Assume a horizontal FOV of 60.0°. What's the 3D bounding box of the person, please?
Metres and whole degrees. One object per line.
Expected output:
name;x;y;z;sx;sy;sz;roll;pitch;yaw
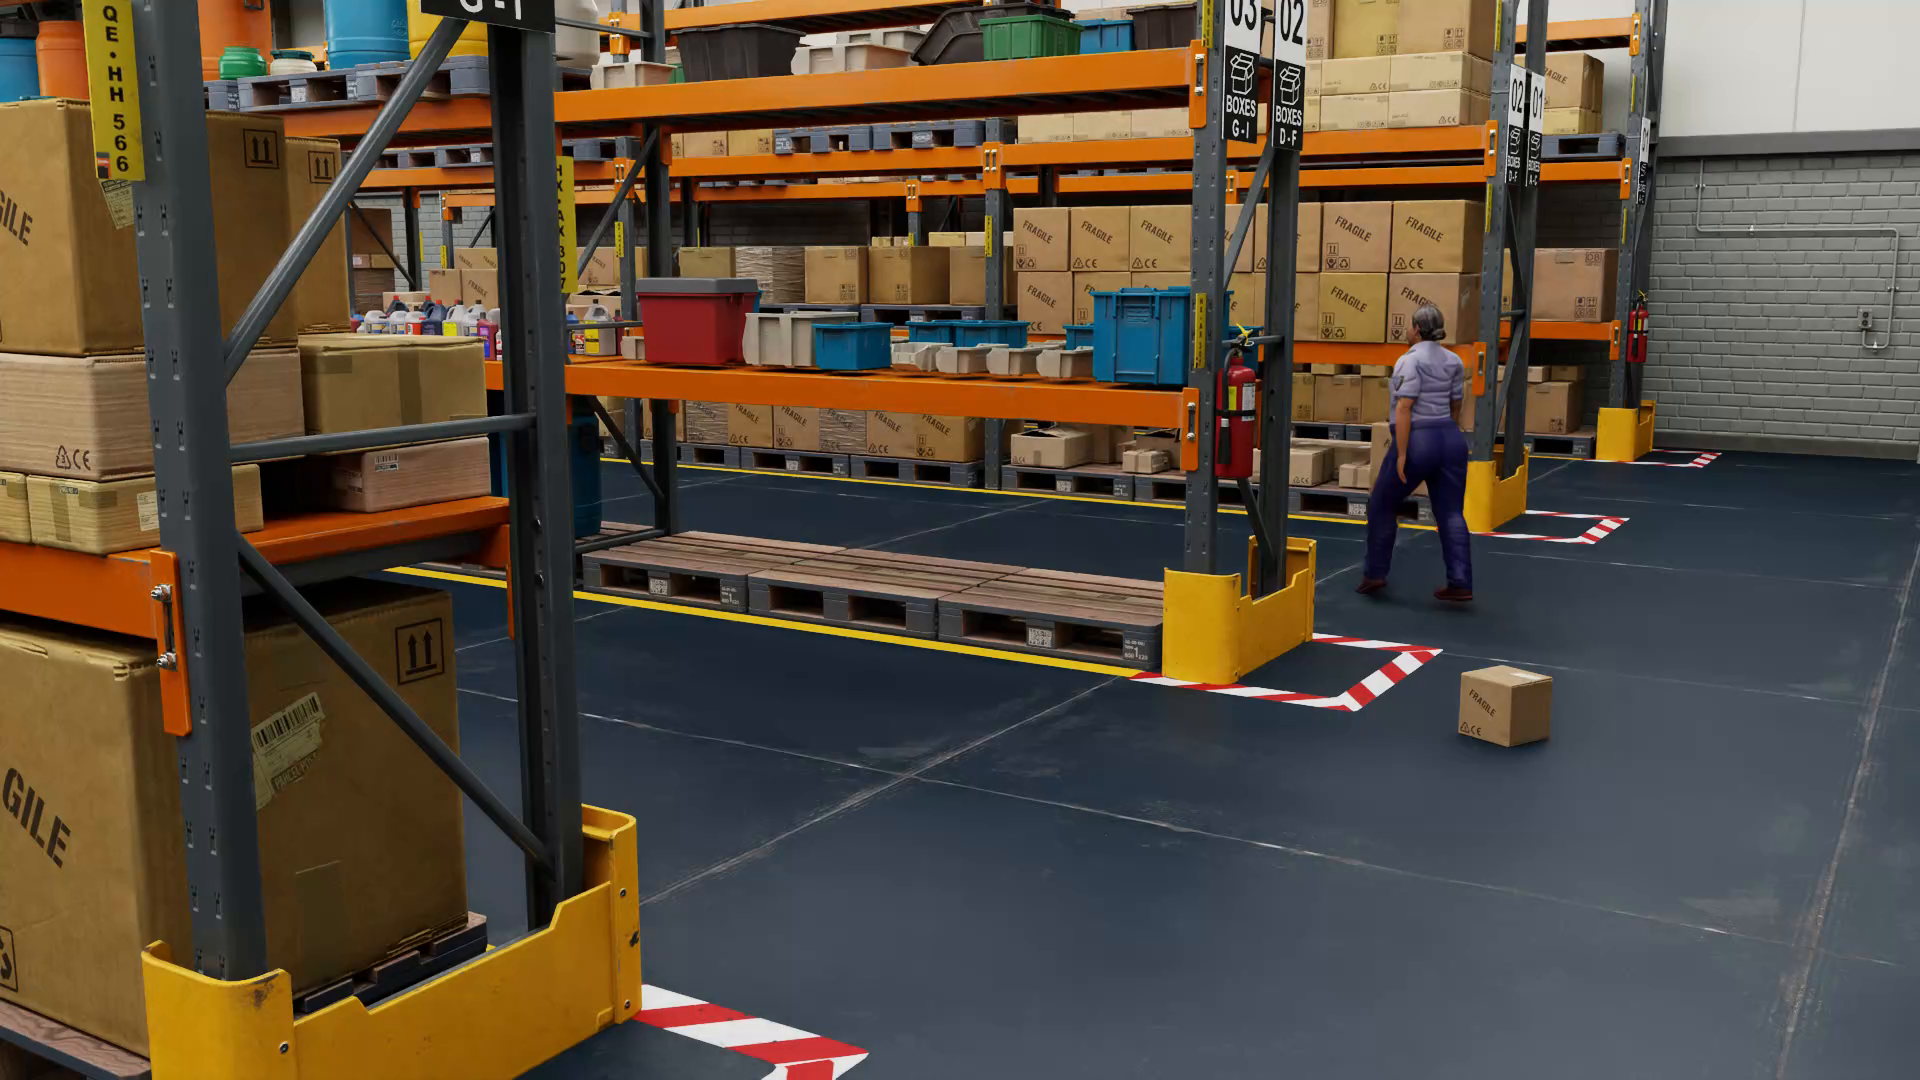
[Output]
person;2.551;-0.456;9.234;0.534;1.686;0.756;-4;10;-22
